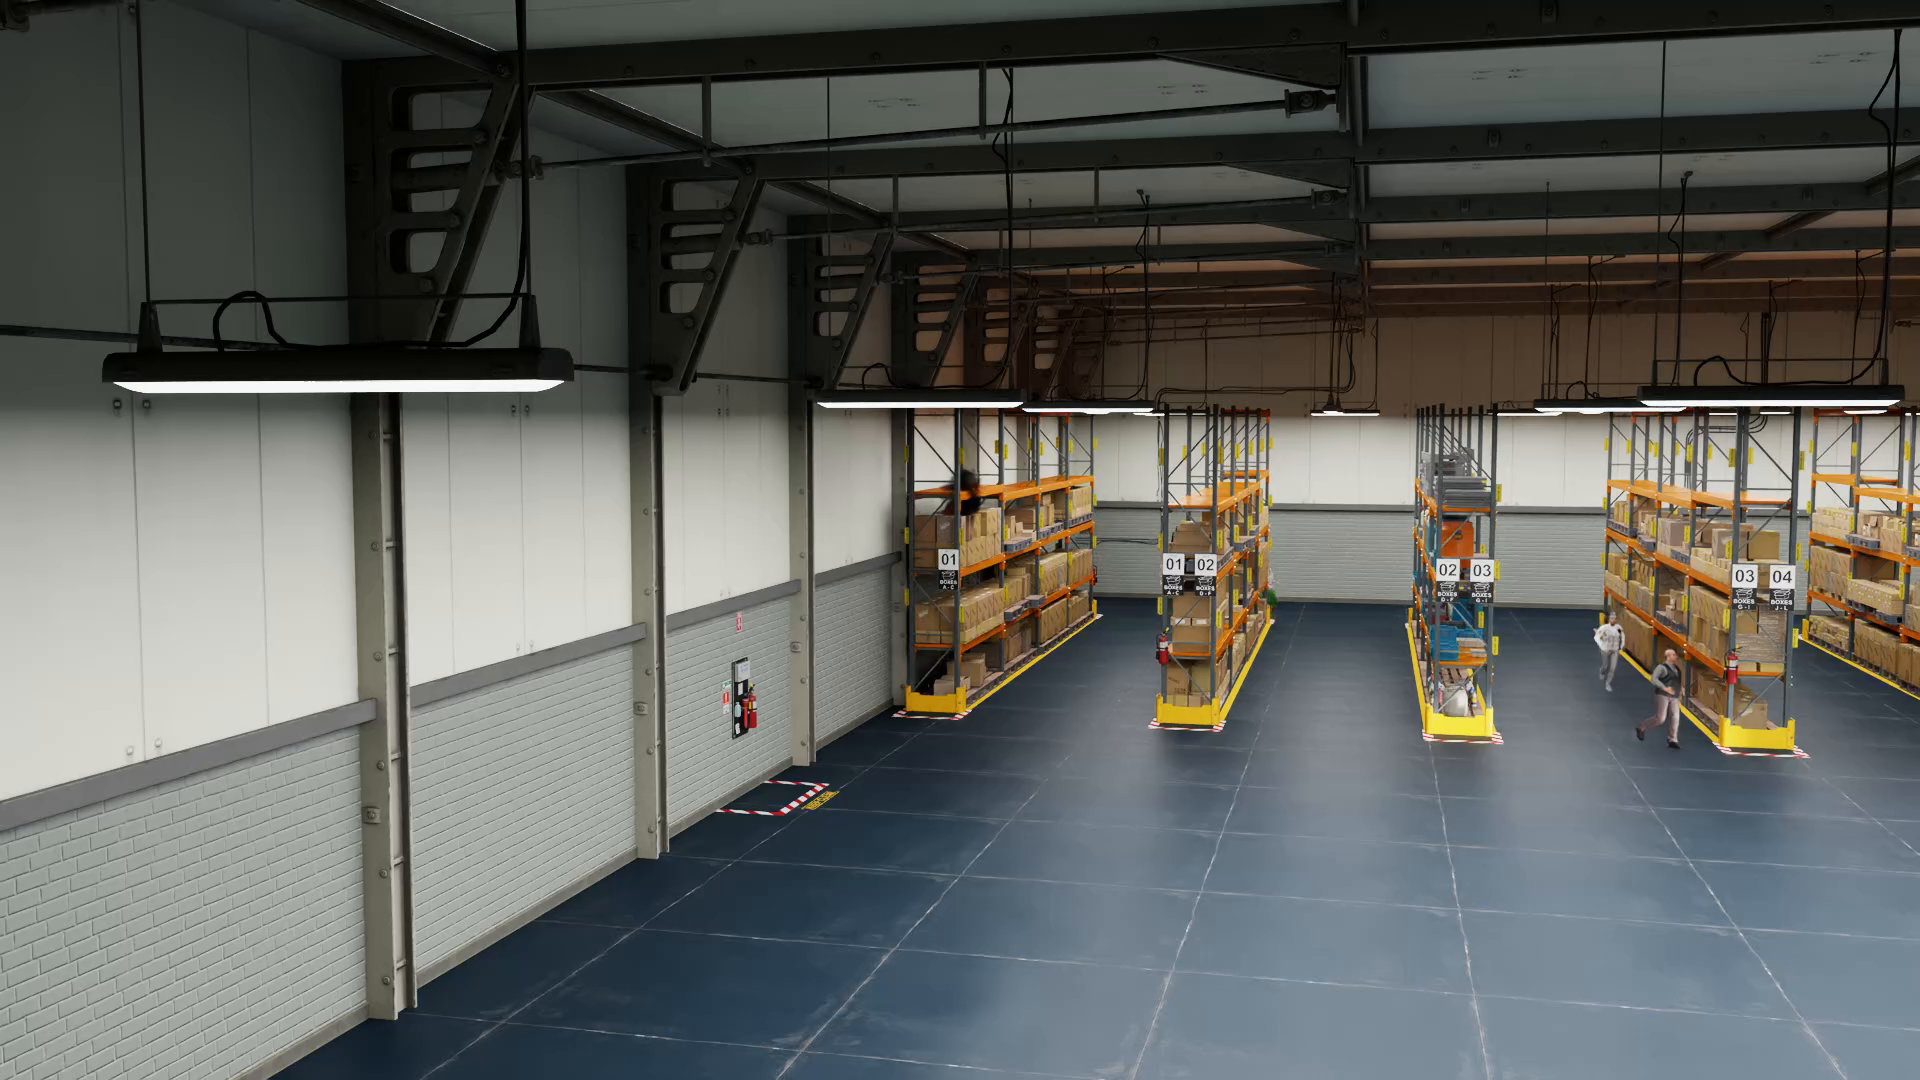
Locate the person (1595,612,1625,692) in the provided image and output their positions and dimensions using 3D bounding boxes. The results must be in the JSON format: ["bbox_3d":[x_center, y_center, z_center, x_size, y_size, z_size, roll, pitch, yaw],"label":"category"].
[{"bbox_3d":[13.788,2.339,35.265,0.643,1.674,0.726,0,4,4],"label":"person"}]

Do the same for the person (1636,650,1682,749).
[{"bbox_3d":[12.384,2.759,29.071,0.708,1.683,0.916,-2,5,-26],"label":"person"}]

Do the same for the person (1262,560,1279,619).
[{"bbox_3d":[8.755,1.404,47.600,0.658,1.734,0.689,3,5,35],"label":"person"}]
